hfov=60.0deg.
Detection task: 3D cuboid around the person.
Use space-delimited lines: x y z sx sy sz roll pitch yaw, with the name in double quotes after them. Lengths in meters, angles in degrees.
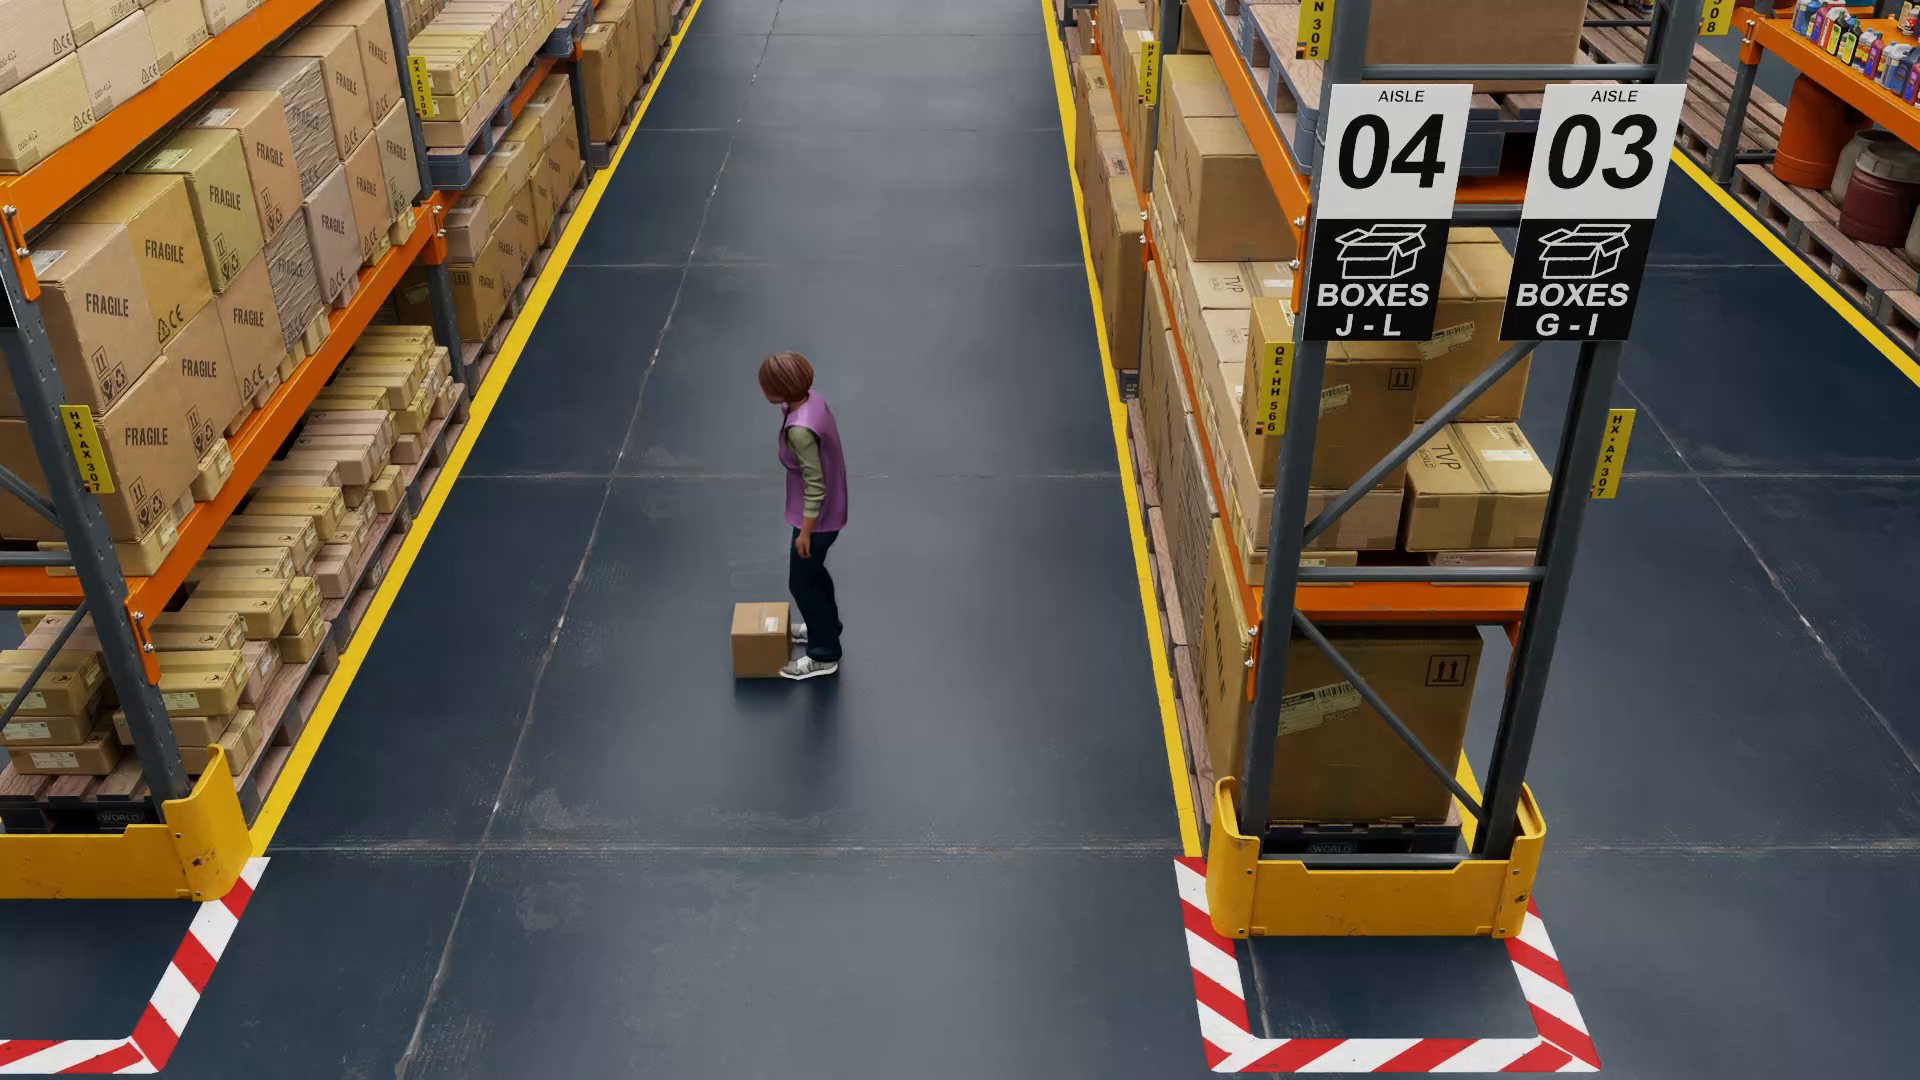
-0.666 -0.113 7.329 0.346 1.592 0.474 -2 32 -3 "person"
